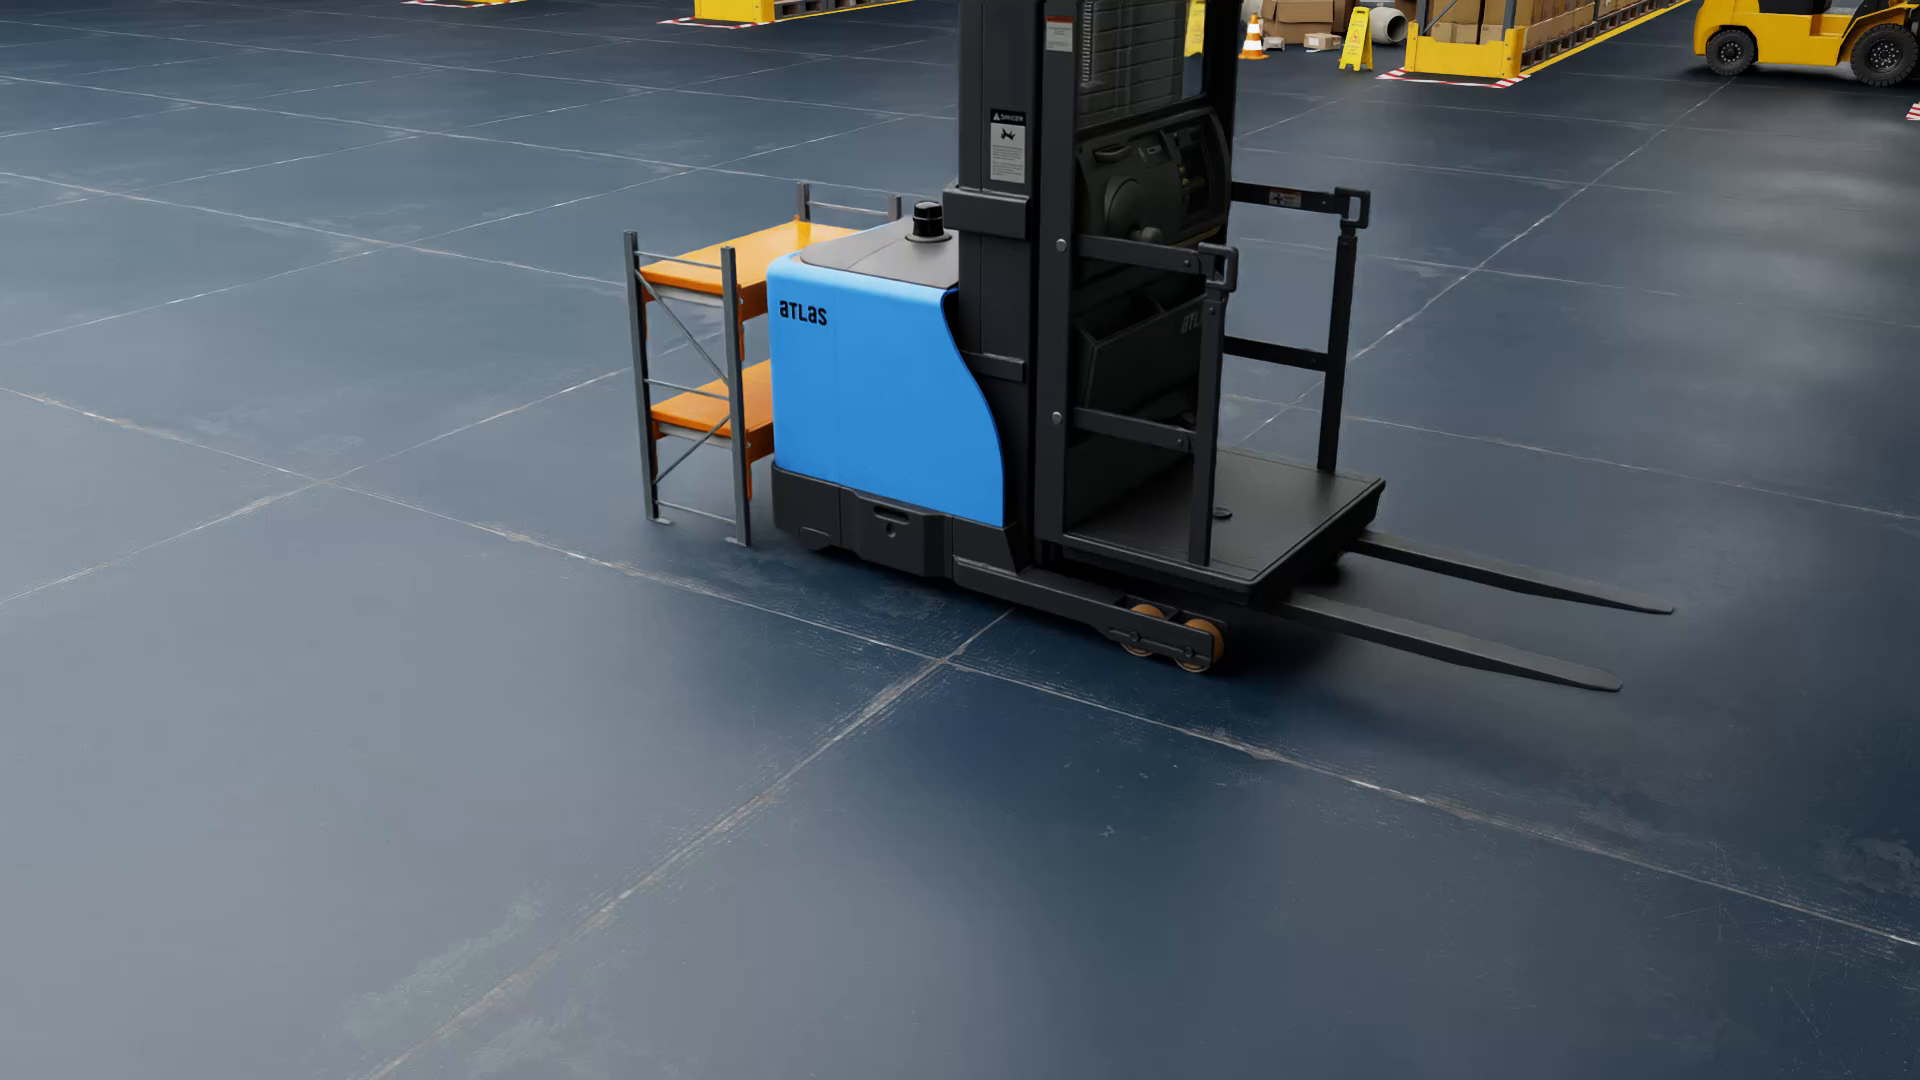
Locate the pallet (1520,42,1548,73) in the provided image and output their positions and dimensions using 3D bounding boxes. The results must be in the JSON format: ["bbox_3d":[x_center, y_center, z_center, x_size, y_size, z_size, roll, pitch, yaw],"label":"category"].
[{"bbox_3d":[5.819,-5.361,18.367,1.003,0.211,1.213,14,27,29],"label":"pallet"}]

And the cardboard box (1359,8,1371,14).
[{"bbox_3d":[5.177,-6.618,21.203,0.258,0.266,0.396,-3,24,-7],"label":"cardboard box"}]

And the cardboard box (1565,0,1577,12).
[{"bbox_3d":[6.811,-6.373,19.183,0.500,0.500,0.500,15,28,32],"label":"cardboard box"}]

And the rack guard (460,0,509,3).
[{"bbox_3d":[-7.307,-8.351,24.911,1.175,0.500,0.348,14,27,29],"label":"rack guard"}]

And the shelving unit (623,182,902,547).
[{"bbox_3d":[-0.723,-0.718,6.493,0.538,1.125,1.048,14,27,30],"label":"shelving unit"}]

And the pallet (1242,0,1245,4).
[{"bbox_3d":[3.515,-7.698,23.766,1.003,0.211,1.213,14,27,29],"label":"pallet"}]

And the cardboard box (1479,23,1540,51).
[{"bbox_3d":[5.981,-5.493,18.096,0.500,0.250,0.500,14,27,29],"label":"cardboard box"}]

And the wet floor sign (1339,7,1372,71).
[{"bbox_3d":[4.311,-5.428,17.975,0.232,0.644,0.267,-17,29,-35],"label":"wet floor sign"}]

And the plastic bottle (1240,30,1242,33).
[{"bbox_3d":[3.431,-6.447,21.065,0.283,0.061,0.133,5,24,11],"label":"plastic bottle"}]

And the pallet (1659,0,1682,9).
[{"bbox_3d":[10.020,-8.019,24.507,1.003,0.211,1.213,14,27,29],"label":"pallet"}]

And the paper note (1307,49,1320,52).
[{"bbox_3d":[4.128,-5.722,19.428,0.148,0.019,0.142,5,24,11],"label":"paper note"}]

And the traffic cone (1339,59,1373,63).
[{"bbox_3d":[4.451,-5.599,18.601,0.336,0.463,0.334,14,27,29],"label":"traffic cone"}]

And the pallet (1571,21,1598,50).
[{"bbox_3d":[7.106,-6.184,20.270,1.003,0.211,1.213,14,27,29],"label":"pallet"}]

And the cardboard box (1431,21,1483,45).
[{"bbox_3d":[5.531,-5.616,18.380,0.500,0.250,0.500,14,27,29],"label":"cardboard box"}]

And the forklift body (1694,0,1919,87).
[{"bbox_3d":[8.990,-5.942,17.268,2.313,2.155,1.214,14,27,29],"label":"forklift body"}]

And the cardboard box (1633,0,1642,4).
[{"bbox_3d":[8.851,-7.595,22.799,0.950,0.372,0.625,13,27,28],"label":"cardboard box"}]

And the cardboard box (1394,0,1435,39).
[{"bbox_3d":[5.709,-6.475,20.576,0.500,0.500,0.500,-7,24,-17],"label":"cardboard box"}]

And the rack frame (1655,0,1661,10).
[{"bbox_3d":[9.540,-9.048,23.375,1.000,3.000,0.127,14,27,29],"label":"rack frame"}]

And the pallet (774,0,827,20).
[{"bbox_3d":[-2.600,-7.437,23.164,1.003,0.211,1.213,14,27,29],"label":"pallet"}]

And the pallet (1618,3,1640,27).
[{"bbox_3d":[8.482,-7.095,22.373,1.003,0.211,1.213,14,27,29],"label":"pallet"}]

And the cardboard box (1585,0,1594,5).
[{"bbox_3d":[7.346,-6.717,19.979,0.500,0.500,0.500,13,27,28],"label":"cardboard box"}]

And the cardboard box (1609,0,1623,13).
[{"bbox_3d":[8.081,-7.106,21.667,0.950,0.372,0.625,16,28,32],"label":"cardboard box"}]

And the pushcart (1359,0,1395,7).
[{"bbox_3d":[5.467,-6.955,21.842,1.648,0.377,0.936,5,24,11],"label":"pushcart"}]

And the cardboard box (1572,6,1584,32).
[{"bbox_3d":[7.074,-6.191,19.708,0.500,0.250,0.500,13,27,28],"label":"cardboard box"}]

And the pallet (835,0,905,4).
[{"bbox_3d":[-1.313,-8.261,25.067,1.003,0.211,1.213,14,27,29],"label":"pallet"}]

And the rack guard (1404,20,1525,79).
[{"bbox_3d":[5.360,-5.226,17.694,1.175,0.500,0.348,14,27,29],"label":"rack guard"}]

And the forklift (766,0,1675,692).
[{"bbox_3d":[0.805,-1.164,5.250,3.031,2.935,1.130,15,28,31],"label":"forklift"}]

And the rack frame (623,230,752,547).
[{"bbox_3d":[-0.997,-0.548,6.100,0.500,1.125,0.032,14,27,30],"label":"rack frame"}]

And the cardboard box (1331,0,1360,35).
[{"bbox_3d":[4.582,-6.705,20.935,0.797,0.637,0.503,14,27,29],"label":"cardboard box"}]

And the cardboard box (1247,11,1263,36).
[{"bbox_3d":[3.830,-6.480,20.885,0.396,0.266,0.258,20,30,38],"label":"cardboard box"}]

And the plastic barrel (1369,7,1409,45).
[{"bbox_3d":[5.124,-6.180,19.993,0.421,0.421,0.512,-7,24,-17],"label":"plastic barrel"}]

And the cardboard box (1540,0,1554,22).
[{"bbox_3d":[6.265,-6.023,18.375,0.500,0.500,0.500,13,26,27],"label":"cardboard box"}]

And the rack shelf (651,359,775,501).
[{"bbox_3d":[-0.723,-0.494,6.590,0.538,0.278,1.000,14,27,30],"label":"rack shelf"}]

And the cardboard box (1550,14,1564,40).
[{"bbox_3d":[6.533,-5.851,18.921,0.500,0.250,0.500,16,28,32],"label":"cardboard box"}]
